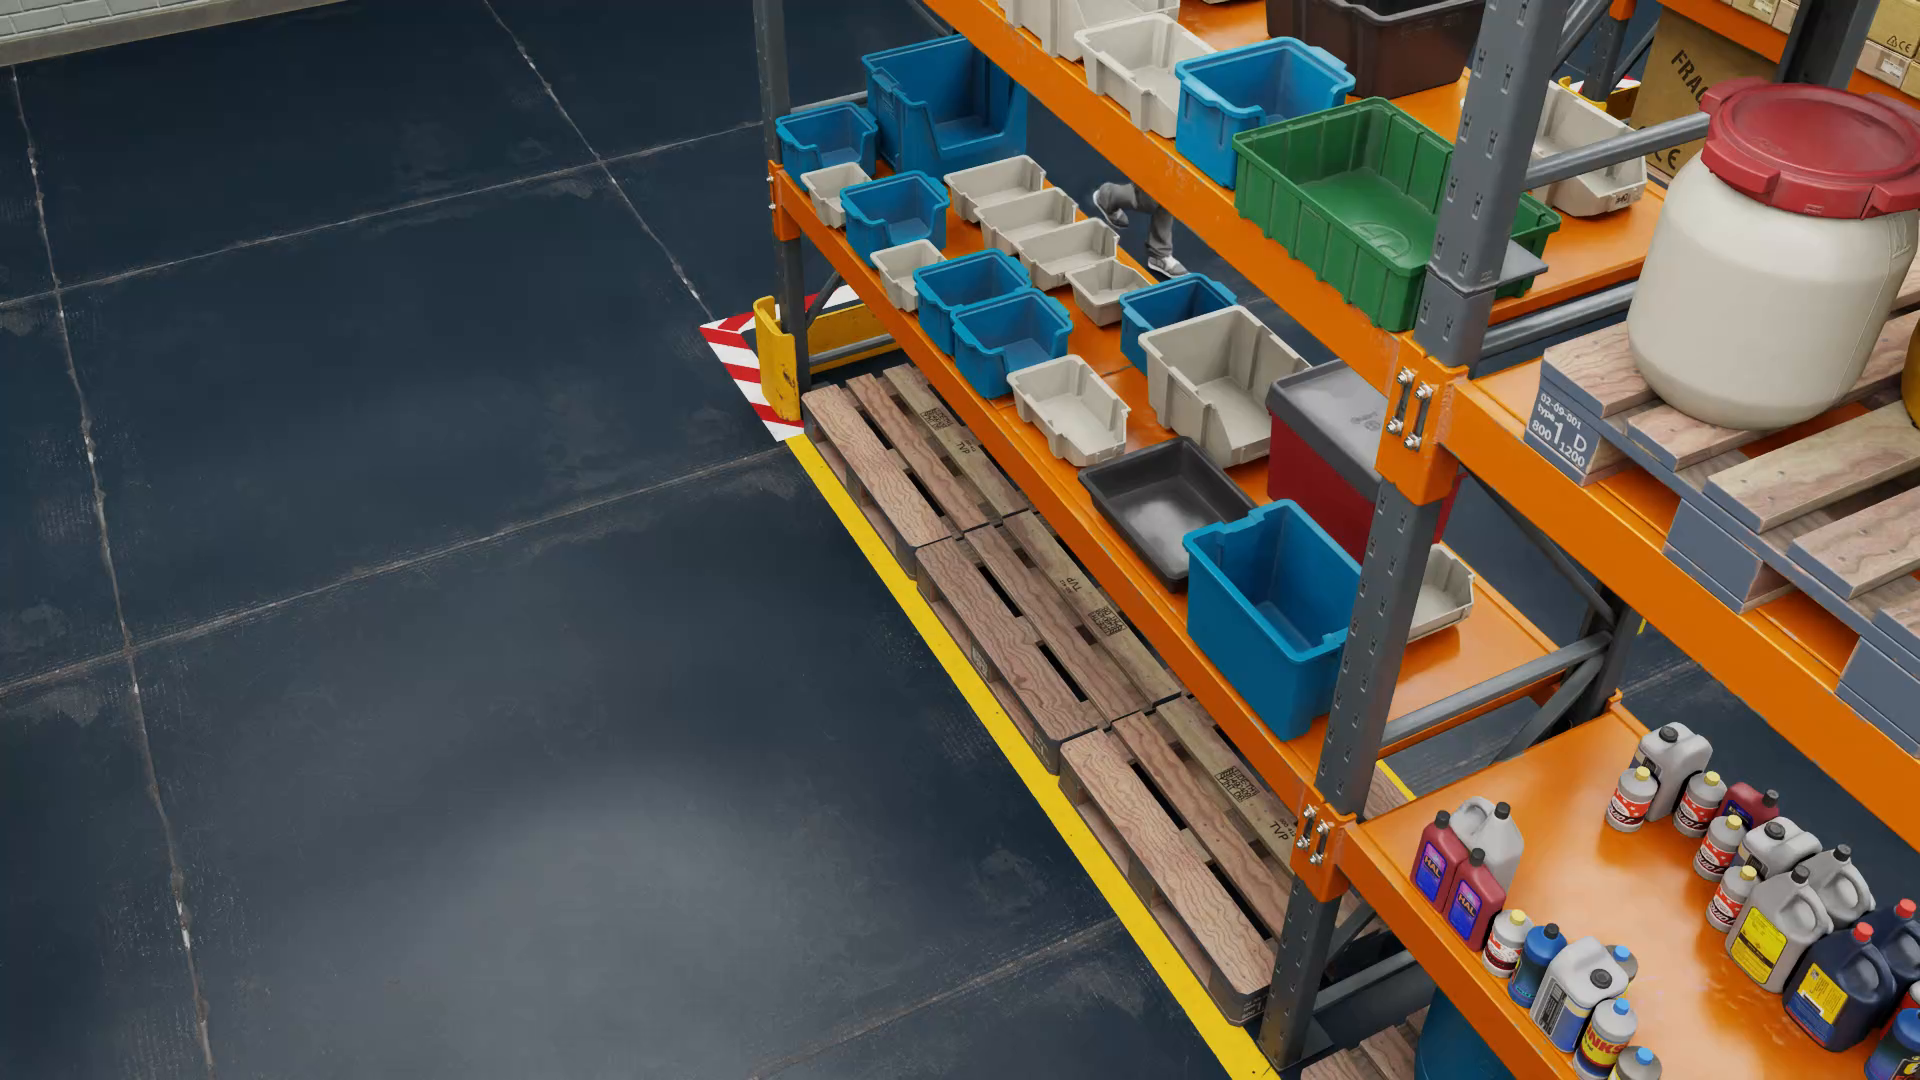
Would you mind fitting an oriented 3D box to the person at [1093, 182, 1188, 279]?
[{"bbox_3d":[0.926,-2.078,8.473,0.447,1.569,0.659,-33,52,-32],"label":"person"}]
